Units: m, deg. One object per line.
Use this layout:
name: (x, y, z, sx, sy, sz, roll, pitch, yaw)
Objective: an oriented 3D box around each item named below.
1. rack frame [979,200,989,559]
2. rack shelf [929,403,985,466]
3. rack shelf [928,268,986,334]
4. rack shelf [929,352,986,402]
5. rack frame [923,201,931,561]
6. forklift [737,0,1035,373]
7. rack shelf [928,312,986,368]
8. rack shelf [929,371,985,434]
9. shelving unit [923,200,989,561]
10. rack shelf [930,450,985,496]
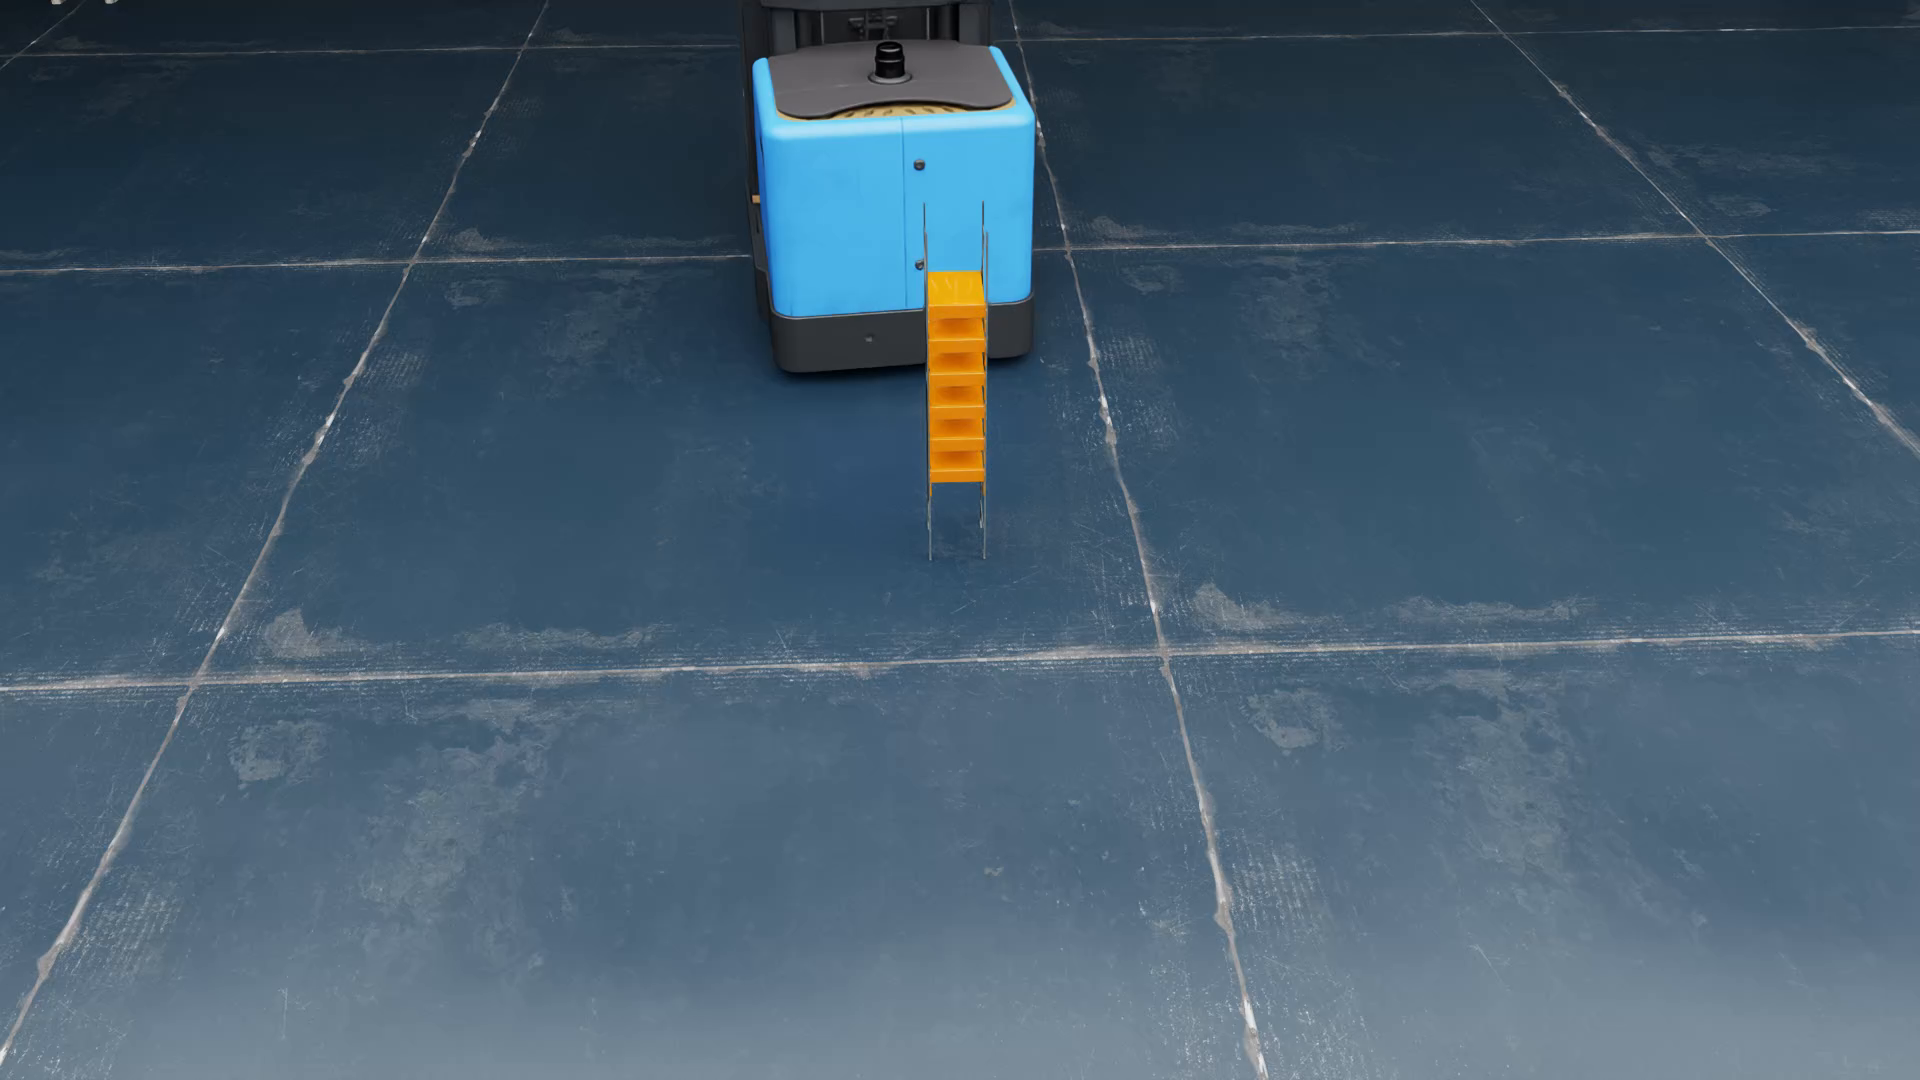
rack frame: (0.077, -0.495, 5.412, 0.006, 1.200, 0.240, -2, 35, -2)
rack shelf: (-0.014, -0.358, 5.502, 0.180, 0.103, 0.258, -2, 35, -2)
rack shelf: (-0.014, -0.752, 5.228, 0.180, 0.103, 0.258, -2, 35, -2)
rack shelf: (-0.014, -0.555, 5.365, 0.180, 0.103, 0.258, -2, 35, -2)
rack frame: (-0.106, -0.491, 5.404, 0.006, 1.200, 0.240, -2, 35, -2)
forklift: (-0.438, -2.696, 7.070, 1.130, 2.935, 3.031, -5, 35, -7)
rack shelf: (-0.014, -0.654, 5.297, 0.180, 0.103, 0.258, -2, 35, -2)
rack shelf: (-0.014, -0.456, 5.433, 0.180, 0.103, 0.258, -2, 35, -2)
shelving unit: (-0.014, -0.493, 5.408, 0.189, 1.200, 0.258, -2, 35, -2)
rack shelf: (-0.014, -0.259, 5.570, 0.180, 0.103, 0.258, -2, 35, -2)
